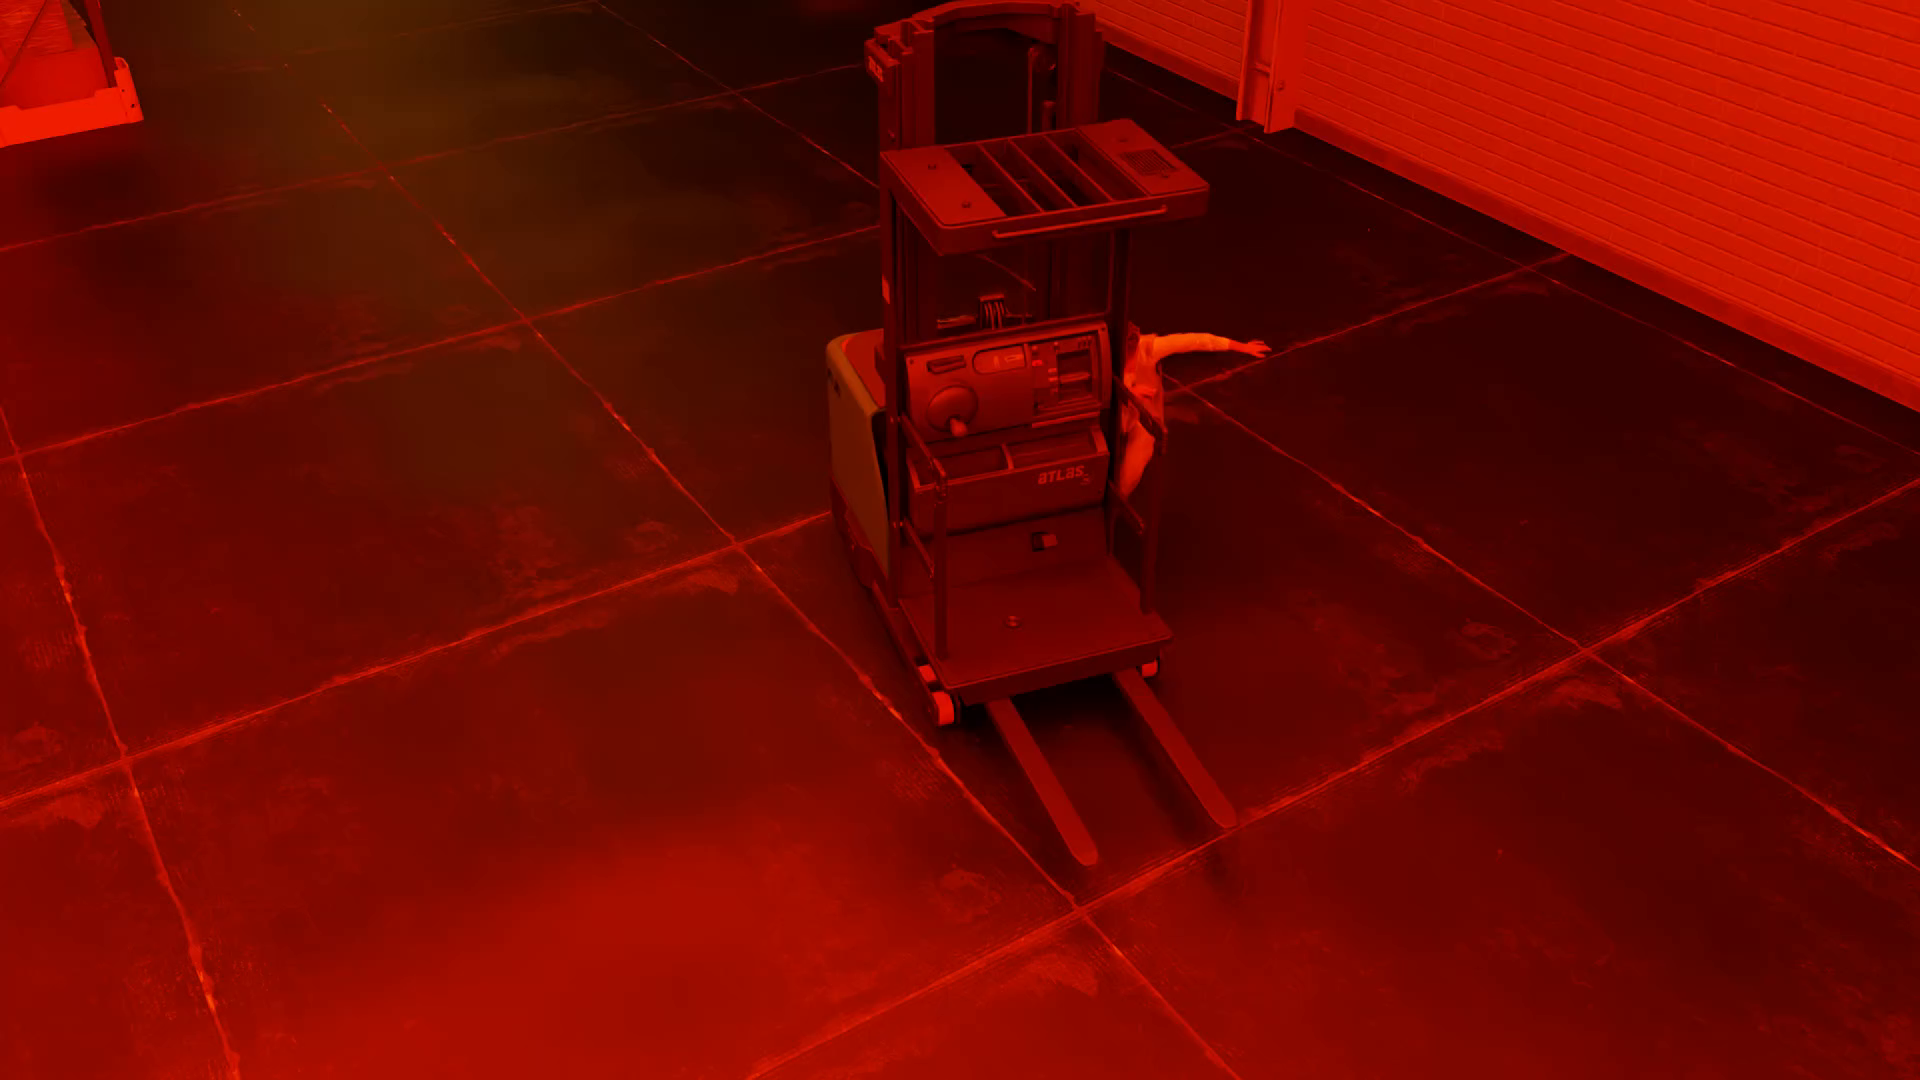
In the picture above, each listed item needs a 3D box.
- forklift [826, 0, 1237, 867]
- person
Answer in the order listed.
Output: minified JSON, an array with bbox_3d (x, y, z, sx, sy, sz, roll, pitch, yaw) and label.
[{"bbox_3d":[0.292,-0.627,7.039,1.130,2.935,3.031,-12,37,-16],"label":"forklift"},{"bbox_3d":[0.932,-0.552,8.322,1.131,1.204,0.748,7,36,10],"label":"person"}]
